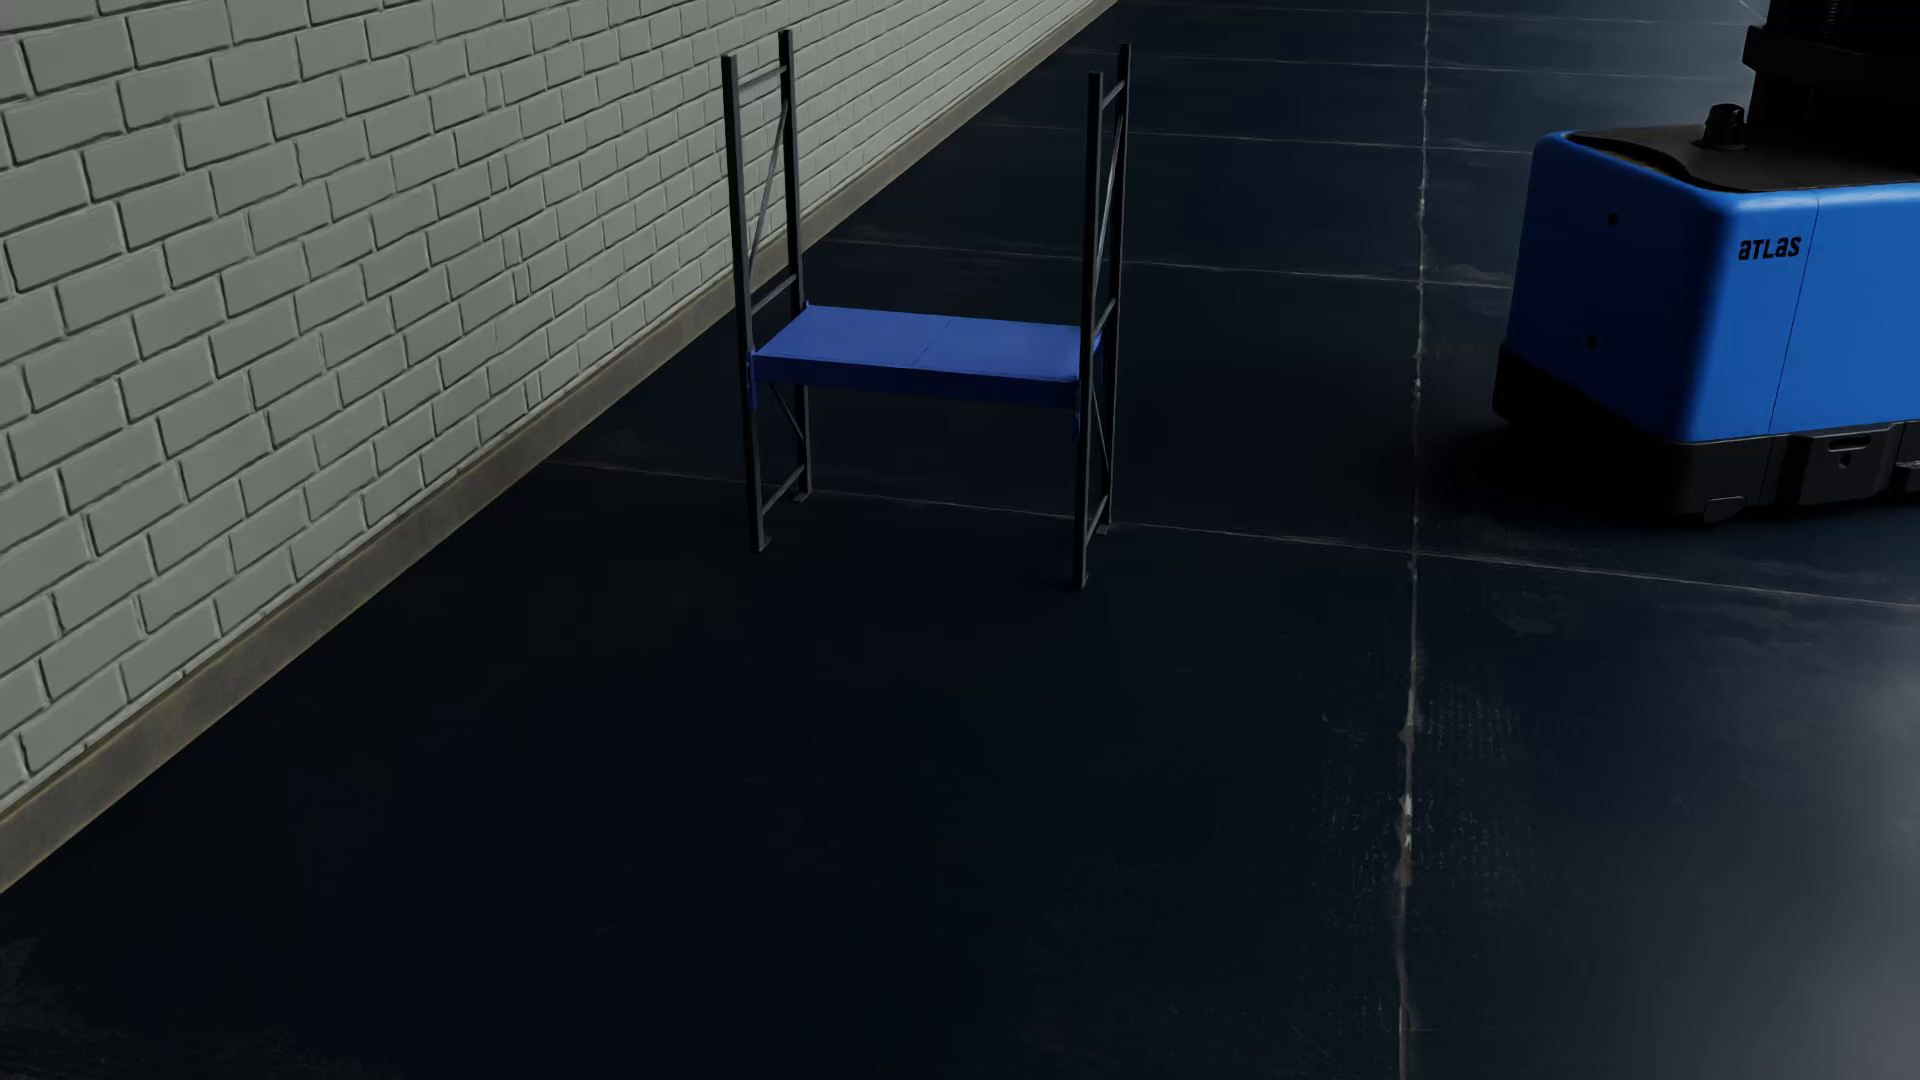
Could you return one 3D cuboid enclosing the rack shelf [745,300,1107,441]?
[{"bbox_3d":[-0.083,-0.524,5.024,1.000,0.185,0.538,6,26,13],"label":"rack shelf"}]

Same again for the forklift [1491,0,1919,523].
[{"bbox_3d":[3.520,-1.706,5.423,3.031,2.935,1.130,-6,26,-13],"label":"forklift"}]

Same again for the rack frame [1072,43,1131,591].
[{"bbox_3d":[0.410,-0.632,4.832,0.032,1.500,0.500,6,26,13],"label":"rack frame"}]

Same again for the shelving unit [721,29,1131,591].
[{"bbox_3d":[-0.083,-0.686,4.947,1.048,1.500,0.538,6,26,13],"label":"shelving unit"}]

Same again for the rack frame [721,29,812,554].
[{"bbox_3d":[-0.575,-0.741,5.061,0.032,1.500,0.500,6,26,13],"label":"rack frame"}]
